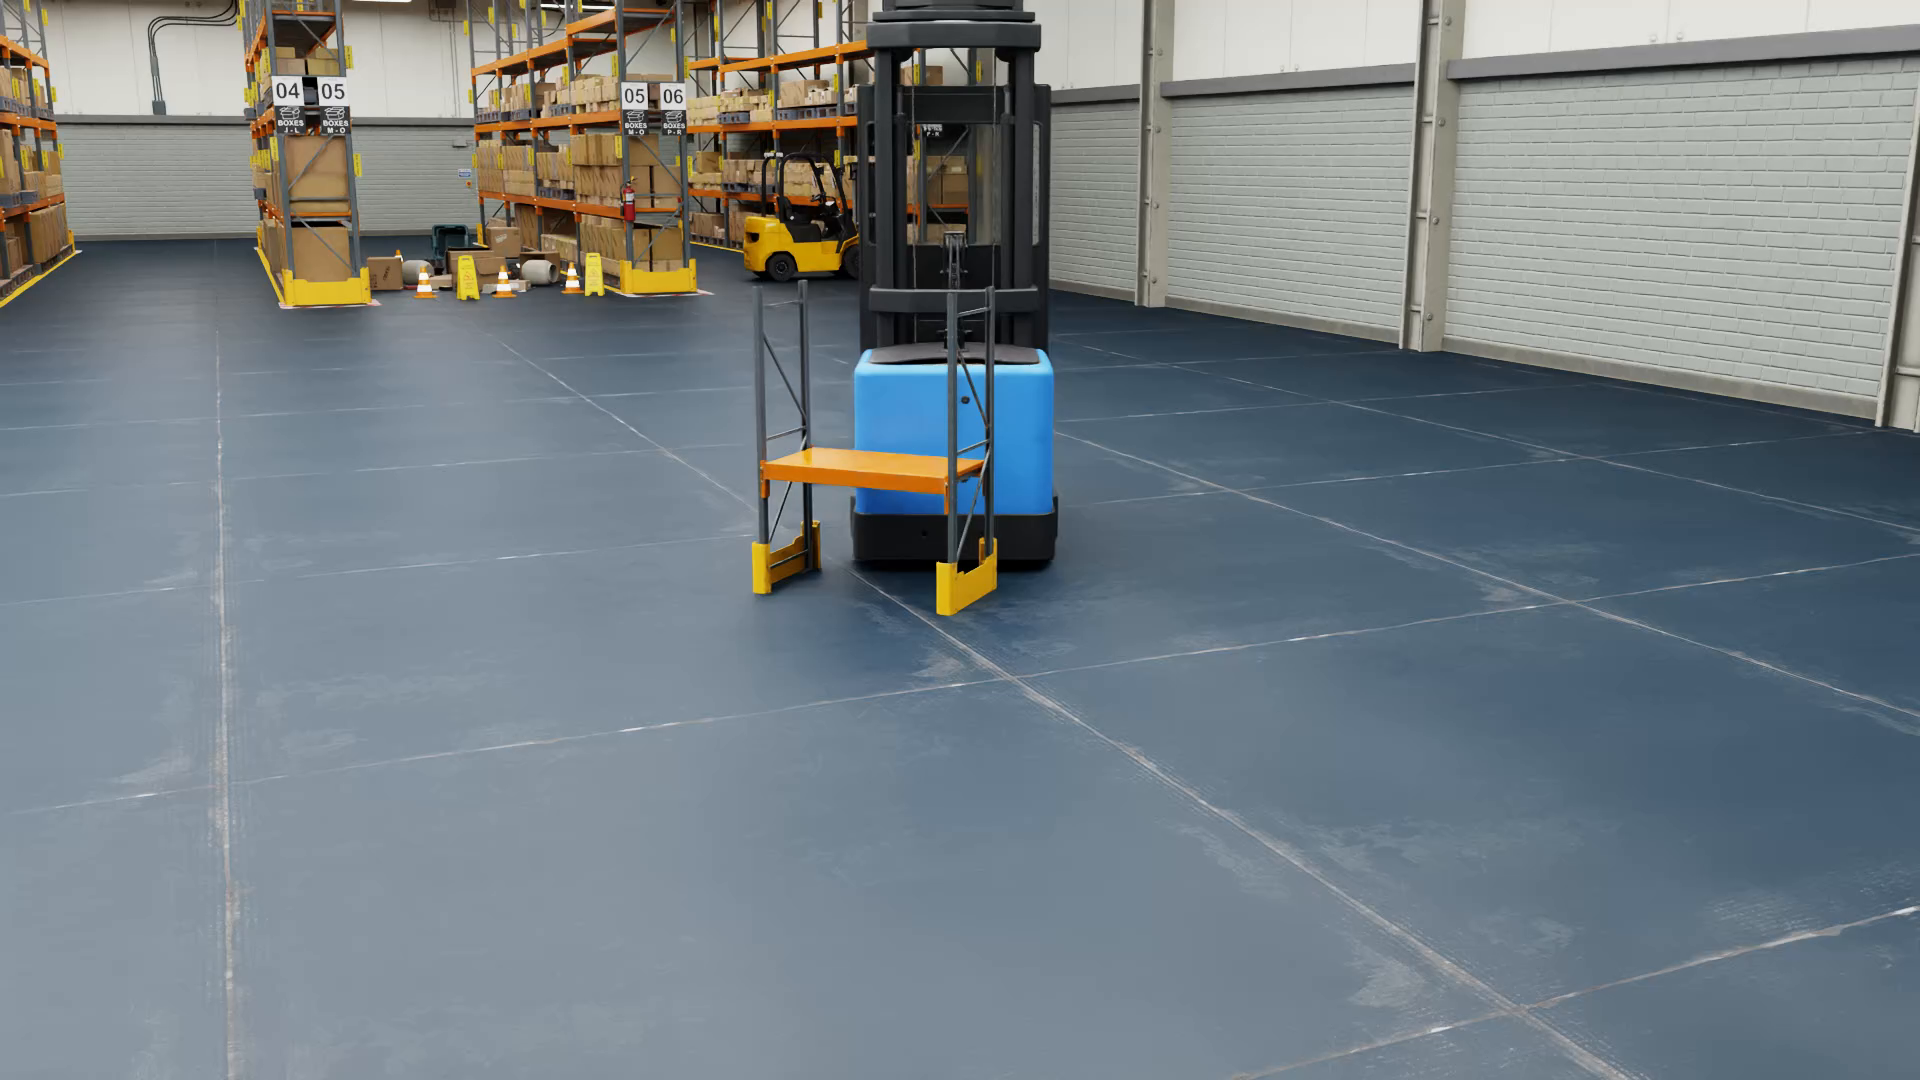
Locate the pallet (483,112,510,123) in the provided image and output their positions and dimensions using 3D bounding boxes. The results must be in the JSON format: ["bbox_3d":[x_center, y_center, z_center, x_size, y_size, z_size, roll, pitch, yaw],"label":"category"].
[{"bbox_3d":[-10.363,-9.715,38.237,1.003,0.211,1.213,-6,14,-23],"label":"pallet"}]

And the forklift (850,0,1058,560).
[{"bbox_3d":[-0.035,-1.596,9.766,1.130,2.935,3.031,0,13,0],"label":"forklift"}]

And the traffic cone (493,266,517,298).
[{"bbox_3d":[-6.988,-3.962,25.461,0.336,0.463,0.334,-6,14,-23],"label":"traffic cone"}]

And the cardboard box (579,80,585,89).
[{"bbox_3d":[-6.219,-7.692,28.089,0.380,0.149,0.250,-6,14,-23],"label":"cardboard box"}]

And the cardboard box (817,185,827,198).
[{"bbox_3d":[-2.456,-6.782,32.354,0.500,0.250,0.500,-6,14,-23],"label":"cardboard box"}]

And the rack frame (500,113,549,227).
[{"bbox_3d":[-9.560,-7.875,36.743,1.000,3.000,0.127,-6,14,-23],"label":"rack frame"}]

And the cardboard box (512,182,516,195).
[{"bbox_3d":[-9.226,-7.473,35.339,0.500,0.250,0.500,-6,14,-23],"label":"cardboard box"}]

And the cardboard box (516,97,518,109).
[{"bbox_3d":[-8.830,-8.902,33.895,0.396,0.266,0.258,-6,14,-24],"label":"cardboard box"}]

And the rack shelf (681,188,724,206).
[{"bbox_3d":[-5.814,-8.387,40.550,1.077,0.370,4.000,-6,14,-23],"label":"rack shelf"}]

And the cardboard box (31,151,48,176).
[{"bbox_3d":[-18.597,-7.539,33.302,0.500,0.500,0.500,-6,14,-23],"label":"cardboard box"}]

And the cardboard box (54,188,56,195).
[{"bbox_3d":[-18.973,-7.216,34.455,0.380,0.149,0.250,-5,14,-22],"label":"cardboard box"}]

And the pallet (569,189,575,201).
[{"bbox_3d":[-6.528,-6.300,30.362,1.003,0.211,1.213,-6,14,-23],"label":"pallet"}]

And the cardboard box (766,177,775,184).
[{"bbox_3d":[-4.025,-7.681,35.531,0.380,0.149,0.250,-5,14,-22],"label":"cardboard box"}]

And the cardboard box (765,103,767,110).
[{"bbox_3d":[-3.941,-9.244,35.453,0.380,0.149,0.250,-5,14,-22],"label":"cardboard box"}]

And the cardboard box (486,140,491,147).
[{"bbox_3d":[-10.691,-9.131,38.291,0.380,0.149,0.250,-6,14,-24],"label":"cardboard box"}]

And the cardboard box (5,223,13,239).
[{"bbox_3d":[-16.520,-5.271,28.397,0.500,0.250,0.500,-4,14,-17],"label":"cardboard box"}]

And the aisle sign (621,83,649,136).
[{"bbox_3d":[-4.994,-6.623,25.569,0.394,0.787,0.004,-6,14,-23],"label":"aisle sign"}]

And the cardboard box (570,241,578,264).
[{"bbox_3d":[-6.567,-5.255,30.318,0.950,0.372,0.625,-5,14,-22],"label":"cardboard box"}]

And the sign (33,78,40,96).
[{"bbox_3d":[-18.146,-8.897,32.664,0.100,0.325,0.005,-6,14,-23],"label":"sign"}]

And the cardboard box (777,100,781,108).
[{"bbox_3d":[-3.549,-8.999,34.313,0.380,0.166,0.250,-6,14,-23],"label":"cardboard box"}]

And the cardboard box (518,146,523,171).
[{"bbox_3d":[-8.810,-7.876,34.309,0.500,0.500,0.500,-6,14,-23],"label":"cardboard box"}]

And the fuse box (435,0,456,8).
[{"bbox_3d":[-13.663,-14.317,44.178,0.513,0.334,0.176,-6,14,-23],"label":"fuse box"}]

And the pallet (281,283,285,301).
[{"bbox_3d":[-9.640,-3.727,25.007,1.003,0.211,1.213,-6,14,-23],"label":"pallet"}]

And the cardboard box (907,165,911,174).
[{"bbox_3d":[-0.731,-6.306,28.304,0.380,0.149,0.250,-5,14,-22],"label":"cardboard box"}]

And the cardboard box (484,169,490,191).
[{"bbox_3d":[-10.817,-8.416,38.860,0.500,0.500,0.500,-6,14,-23],"label":"cardboard box"}]

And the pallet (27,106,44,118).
[{"bbox_3d":[-18.958,-8.568,33.282,1.003,0.211,1.213,-6,14,-23],"label":"pallet"}]

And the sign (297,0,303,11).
[{"bbox_3d":[-13.548,-10.913,34.143,0.100,0.325,0.005,-6,14,-23],"label":"sign"}]

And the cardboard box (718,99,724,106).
[{"bbox_3d":[-5.295,-9.960,37.844,0.380,0.149,0.250,-5,14,-21],"label":"cardboard box"}]

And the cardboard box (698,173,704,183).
[{"bbox_3d":[-6.048,-8.792,40.378,0.500,0.250,0.500,-6,14,-24],"label":"cardboard box"}]

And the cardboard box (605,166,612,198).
[{"bbox_3d":[-5.419,-5.781,26.812,0.500,0.500,0.500,-6,14,-23],"label":"cardboard box"}]

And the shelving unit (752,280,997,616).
[{"bbox_3d":[-0.421,-0.482,8.124,1.083,1.500,0.587,6,14,23],"label":"shelving unit"}]

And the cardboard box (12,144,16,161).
[{"bbox_3d":[-17.315,-6.843,29.840,0.797,0.503,0.637,-5,14,-21],"label":"cardboard box"}]

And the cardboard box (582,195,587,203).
[{"bbox_3d":[-6.374,-5.958,29.019,0.380,0.149,0.250,-5,14,-21],"label":"cardboard box"}]

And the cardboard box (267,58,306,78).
[{"bbox_3d":[-9.700,-6.790,23.923,0.500,0.250,0.500,-5,14,-22],"label":"cardboard box"}]

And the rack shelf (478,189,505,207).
[{"bbox_3d":[-10.361,-7.938,38.610,1.077,0.370,4.000,-6,14,-23],"label":"rack shelf"}]

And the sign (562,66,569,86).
[{"bbox_3d":[-6.862,-8.076,28.941,0.100,0.325,0.005,-6,14,-23],"label":"sign"}]

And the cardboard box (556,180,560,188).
[{"bbox_3d":[-7.394,-6.709,31.329,0.380,0.149,0.250,-5,14,-21],"label":"cardboard box"}]

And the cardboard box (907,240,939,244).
[{"bbox_3d":[-0.687,-5.026,28.490,0.500,0.250,0.500,-6,14,-24],"label":"cardboard box"}]

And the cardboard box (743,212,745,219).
[{"bbox_3d":[-4.696,-7.371,37.740,0.380,0.149,0.250,-6,14,-24],"label":"cardboard box"}]

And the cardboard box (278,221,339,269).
[{"bbox_3d":[-10.298,-4.602,26.380,0.875,0.875,0.875,-6,14,-23],"label":"cardboard box"}]

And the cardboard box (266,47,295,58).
[{"bbox_3d":[-9.694,-6.948,23.719,0.380,0.149,0.250,-5,14,-22],"label":"cardboard box"}]

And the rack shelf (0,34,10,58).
[{"bbox_3d":[-16.236,-8.118,26.969,1.077,0.370,4.000,-6,14,-23],"label":"rack shelf"}]

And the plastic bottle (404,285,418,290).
[{"bbox_3d":[-8.825,-4.079,26.859,0.283,0.061,0.133,-12,18,-42],"label":"plastic bottle"}]

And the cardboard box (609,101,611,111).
[{"bbox_3d":[-5.357,-6.890,26.390,0.380,0.149,0.250,-5,14,-21],"label":"cardboard box"}]

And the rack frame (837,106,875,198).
[{"bbox_3d":[-1.808,-6.671,31.542,1.000,3.000,0.127,-6,14,-23],"label":"rack frame"}]

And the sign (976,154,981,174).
[{"bbox_3d":[0.305,-6.354,28.076,0.100,0.325,0.005,-6,14,-23],"label":"sign"}]

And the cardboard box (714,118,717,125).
[{"bbox_3d":[-5.523,-9.762,38.799,0.380,0.149,0.250,-6,14,-23],"label":"cardboard box"}]

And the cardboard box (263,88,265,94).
[{"bbox_3d":[-10.811,-7.136,26.300,0.380,0.149,0.250,-6,14,-23],"label":"cardboard box"}]

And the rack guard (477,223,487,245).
[{"bbox_3d":[-11.171,-7.489,40.617,1.175,0.500,0.348,-6,14,-23],"label":"rack guard"}]

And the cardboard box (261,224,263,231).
[{"bbox_3d":[-15.025,-6.825,36.280,0.380,0.149,0.250,-6,14,-25],"label":"cardboard box"}]

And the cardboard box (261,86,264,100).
[{"bbox_3d":[-11.957,-7.873,29.126,0.500,0.311,0.500,-6,14,-24],"label":"cardboard box"}]
